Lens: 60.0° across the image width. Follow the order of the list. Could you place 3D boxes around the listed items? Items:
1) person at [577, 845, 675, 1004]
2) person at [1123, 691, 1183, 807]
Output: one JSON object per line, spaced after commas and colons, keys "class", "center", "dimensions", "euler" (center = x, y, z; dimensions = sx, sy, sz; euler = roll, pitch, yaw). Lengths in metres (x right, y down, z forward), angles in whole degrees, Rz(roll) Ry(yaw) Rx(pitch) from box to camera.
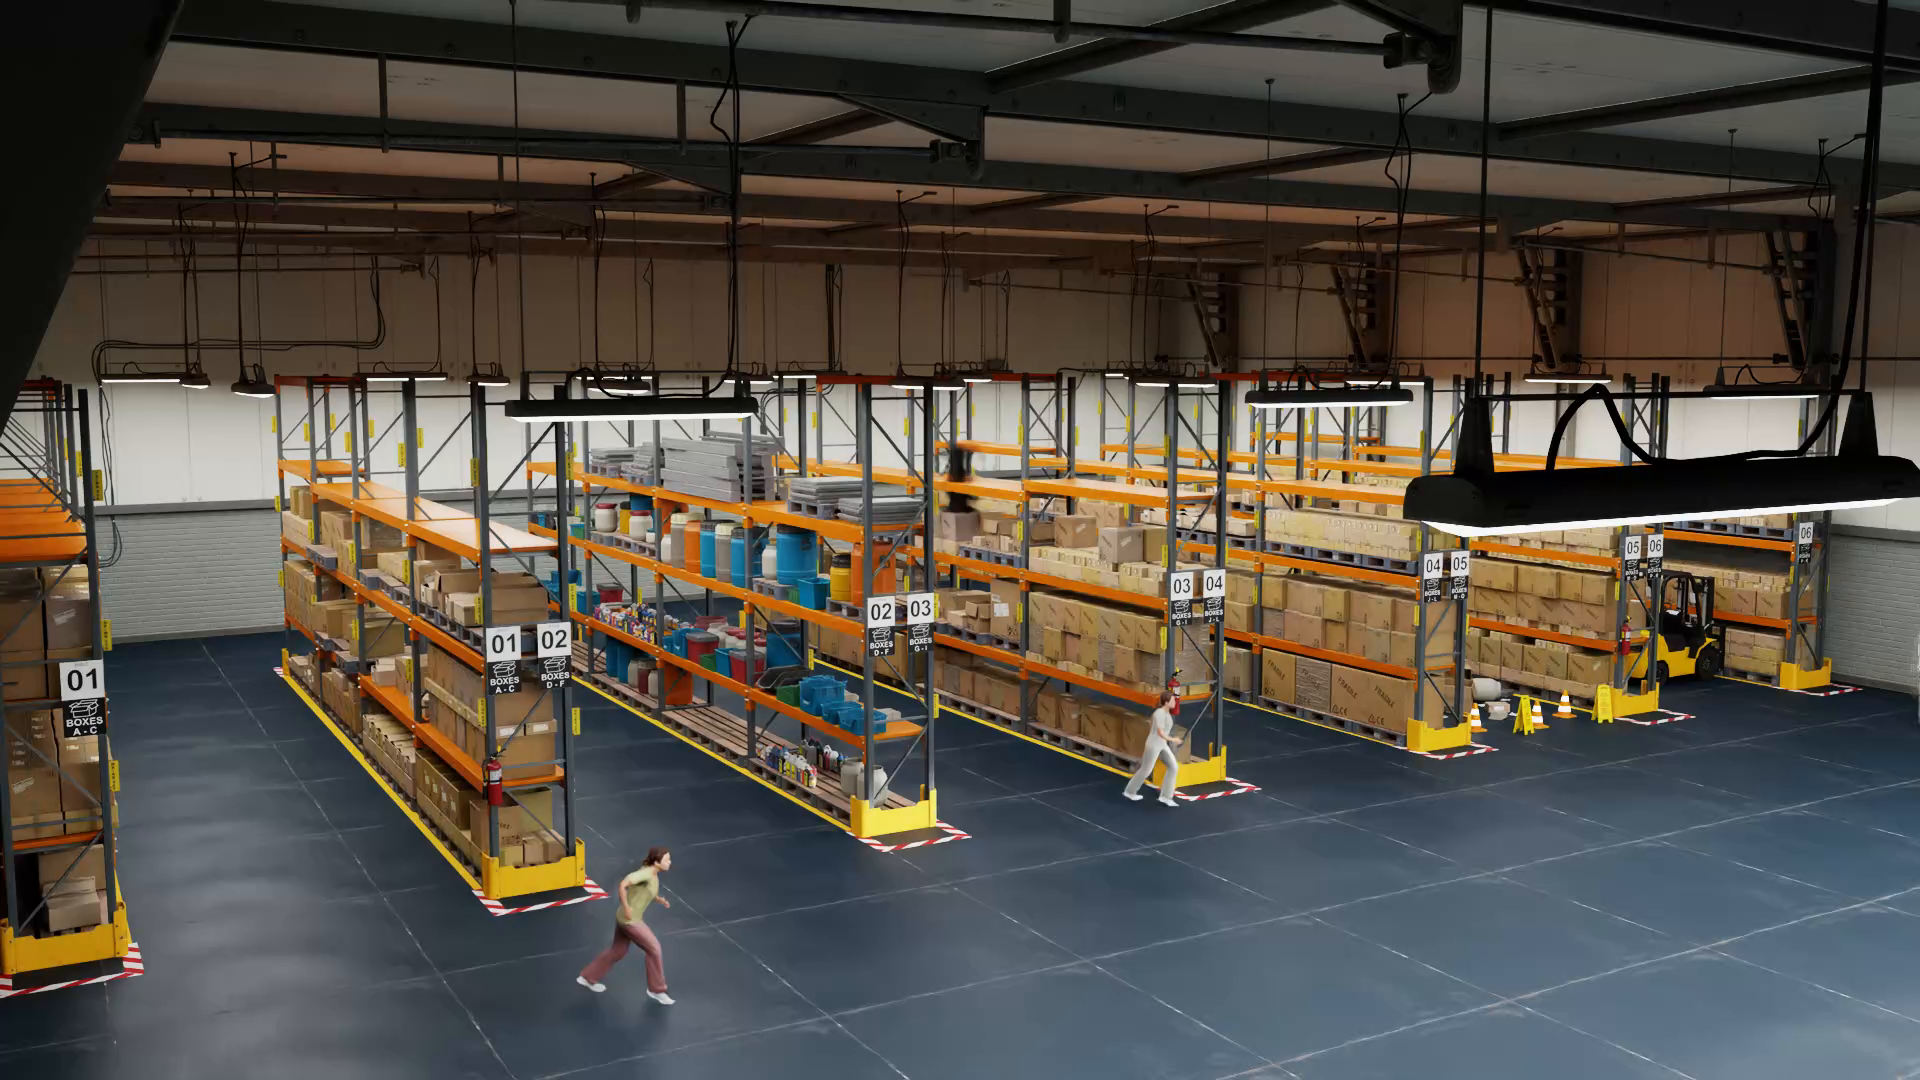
{"class": "person", "center": [-3.294, 3.785, 16.301], "dimensions": [0.969, 1.628, 0.620], "euler": [0, 6, 4]}
{"class": "person", "center": [2.762, 2.955, 23.612], "dimensions": [0.852, 1.662, 0.553], "euler": [3, 7, 25]}
